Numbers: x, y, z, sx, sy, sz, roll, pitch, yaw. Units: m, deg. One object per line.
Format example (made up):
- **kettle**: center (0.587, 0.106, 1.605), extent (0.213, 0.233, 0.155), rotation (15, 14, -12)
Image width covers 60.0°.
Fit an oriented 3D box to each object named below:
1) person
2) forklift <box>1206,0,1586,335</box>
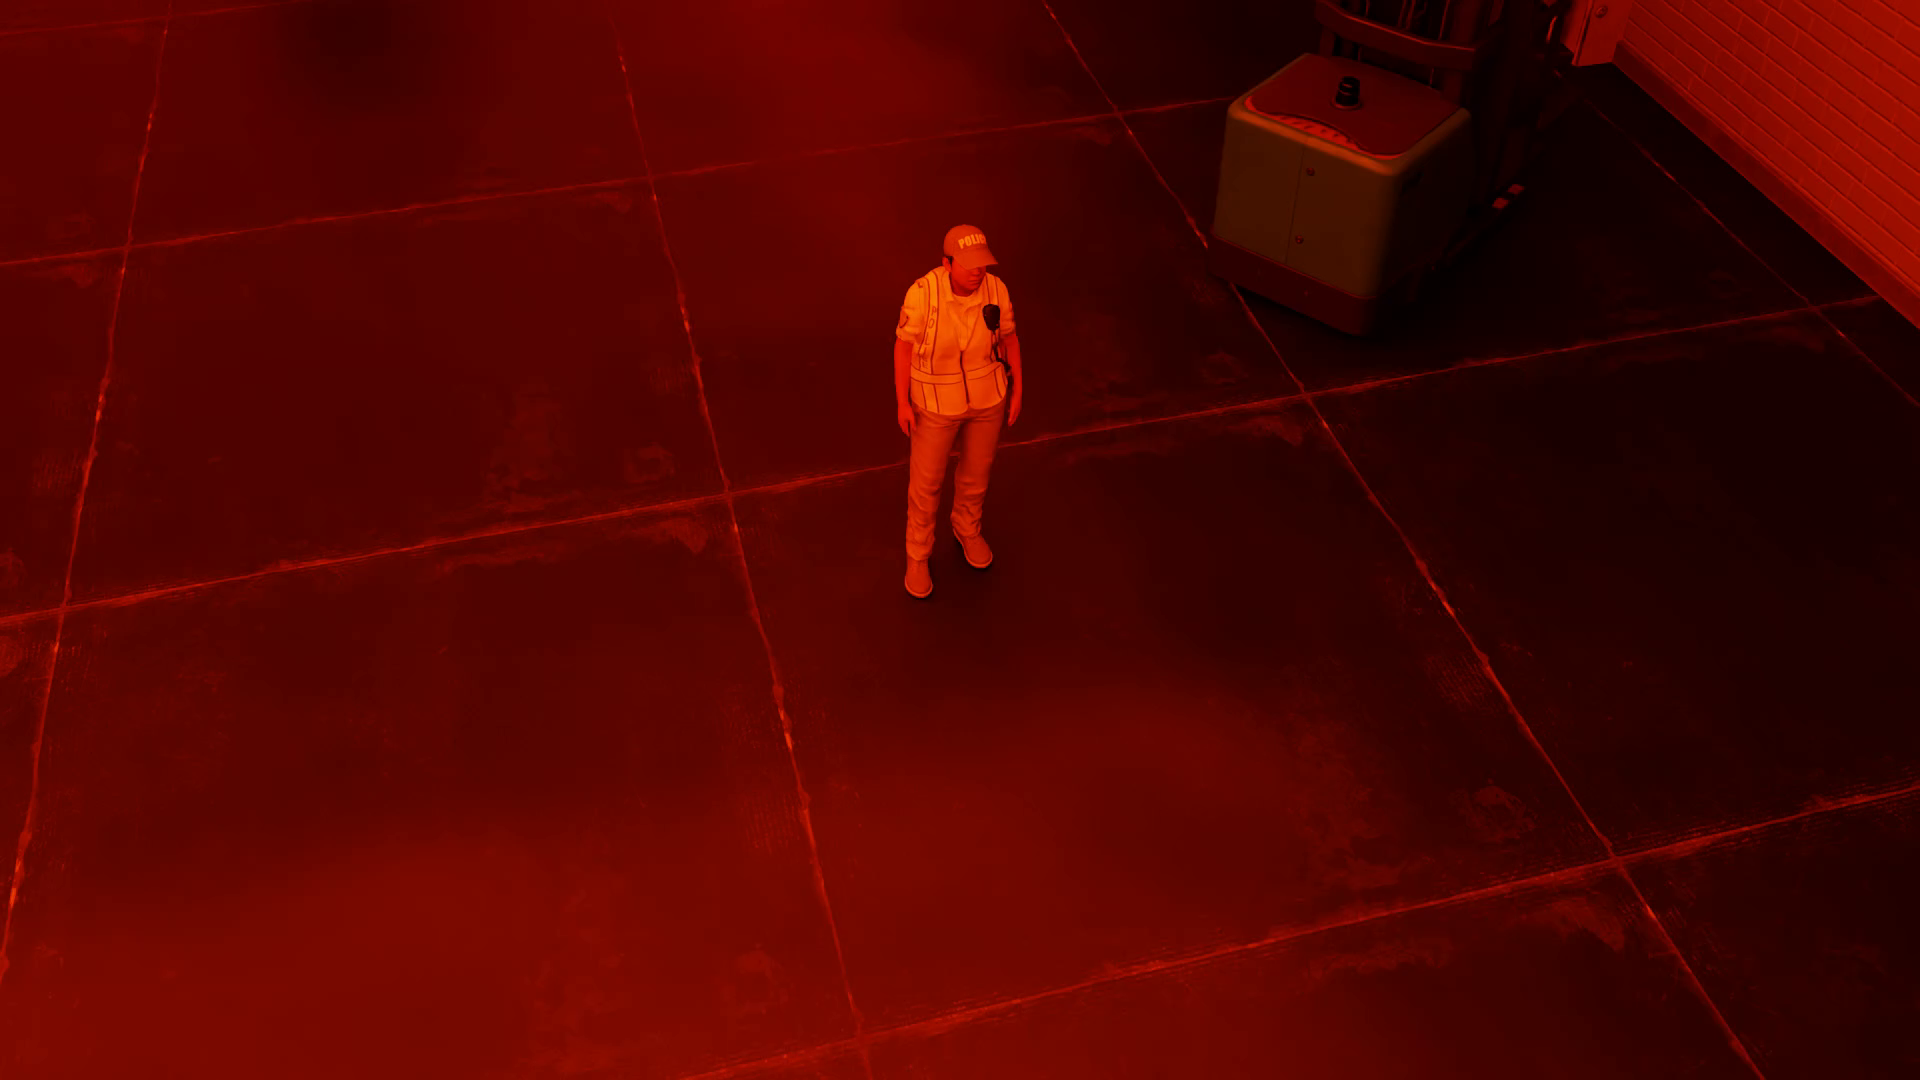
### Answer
- **person**: center (-0.003, -0.556, 7.144), extent (0.598, 1.670, 0.529), rotation (-10, 44, -11)
- **forklift**: center (2.707, -3.094, 8.919), extent (1.130, 2.935, 3.031), rotation (30, 51, 28)
